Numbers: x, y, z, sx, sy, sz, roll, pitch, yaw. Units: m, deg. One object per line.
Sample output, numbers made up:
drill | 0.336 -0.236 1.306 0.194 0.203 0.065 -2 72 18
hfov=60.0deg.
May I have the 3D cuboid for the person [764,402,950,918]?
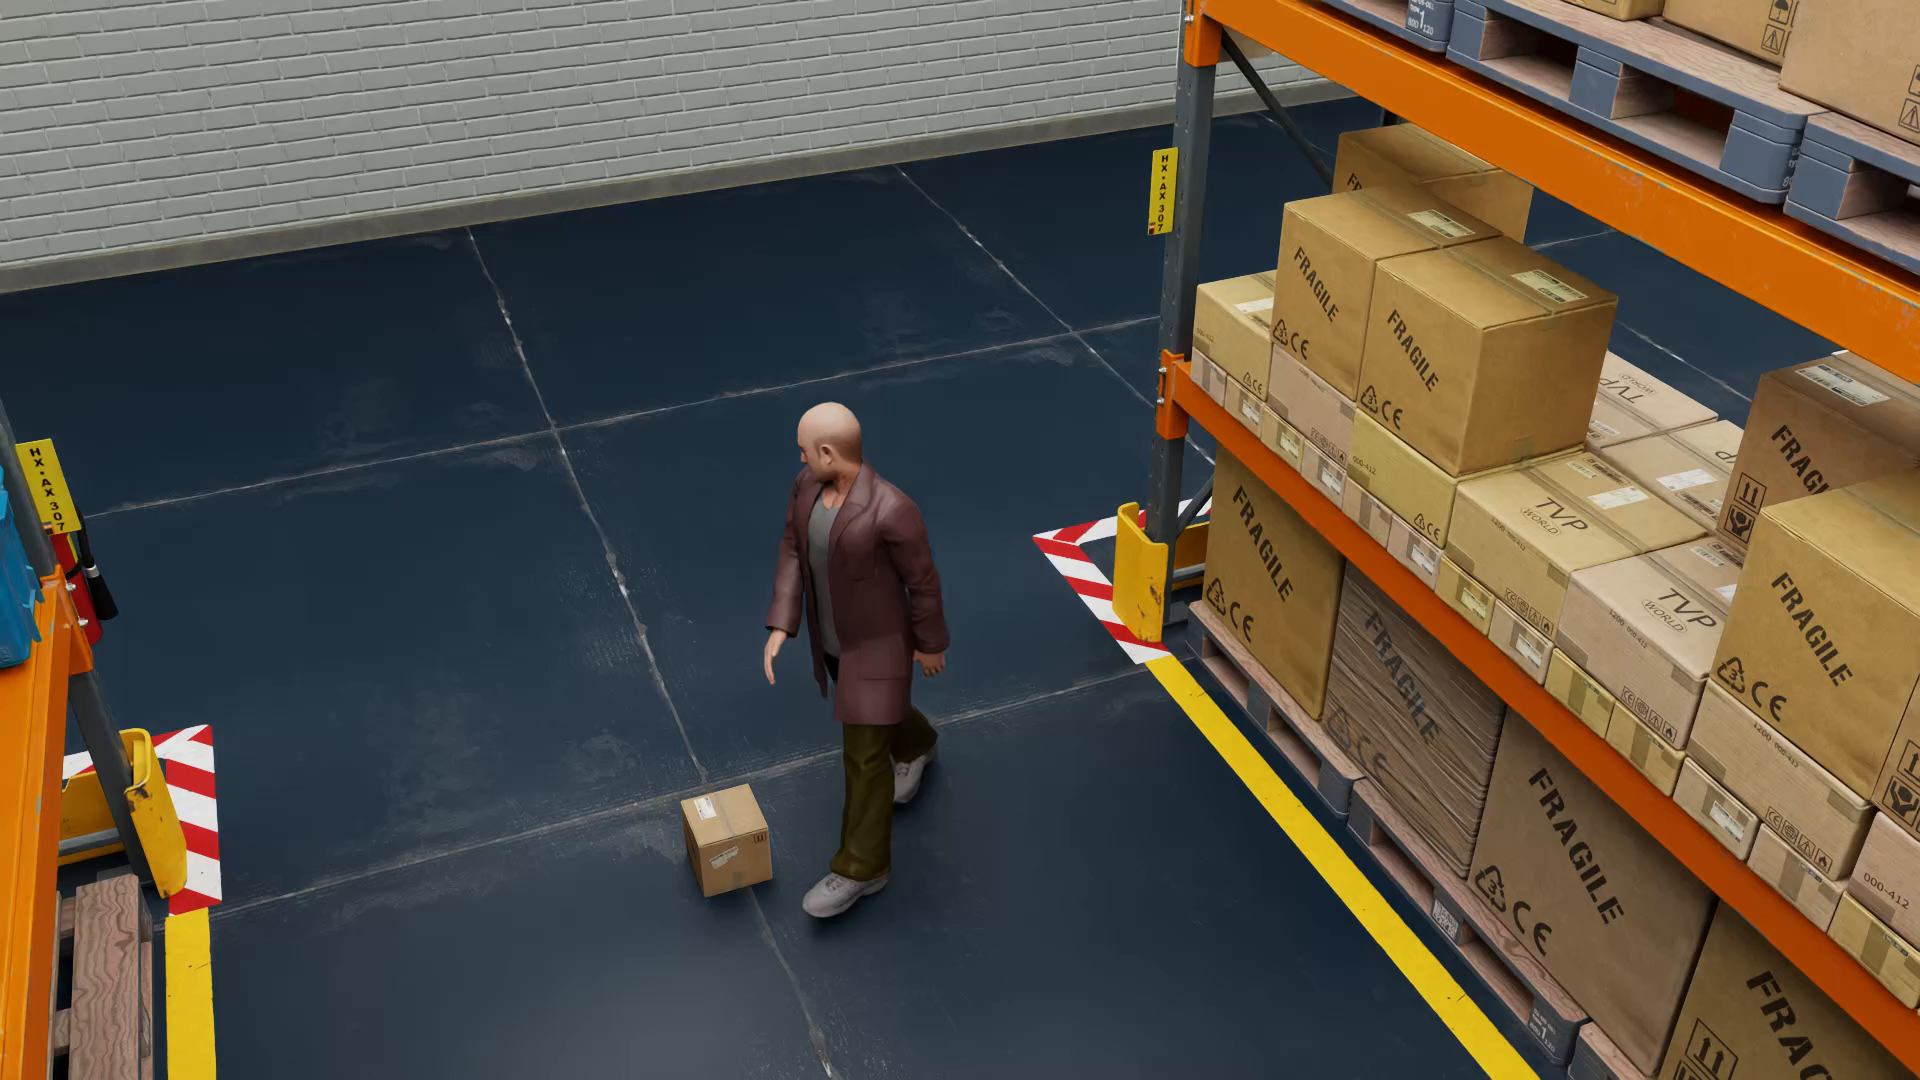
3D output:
person | -0.351 0.334 5.651 0.942 1.731 0.601 -27 42 -35
